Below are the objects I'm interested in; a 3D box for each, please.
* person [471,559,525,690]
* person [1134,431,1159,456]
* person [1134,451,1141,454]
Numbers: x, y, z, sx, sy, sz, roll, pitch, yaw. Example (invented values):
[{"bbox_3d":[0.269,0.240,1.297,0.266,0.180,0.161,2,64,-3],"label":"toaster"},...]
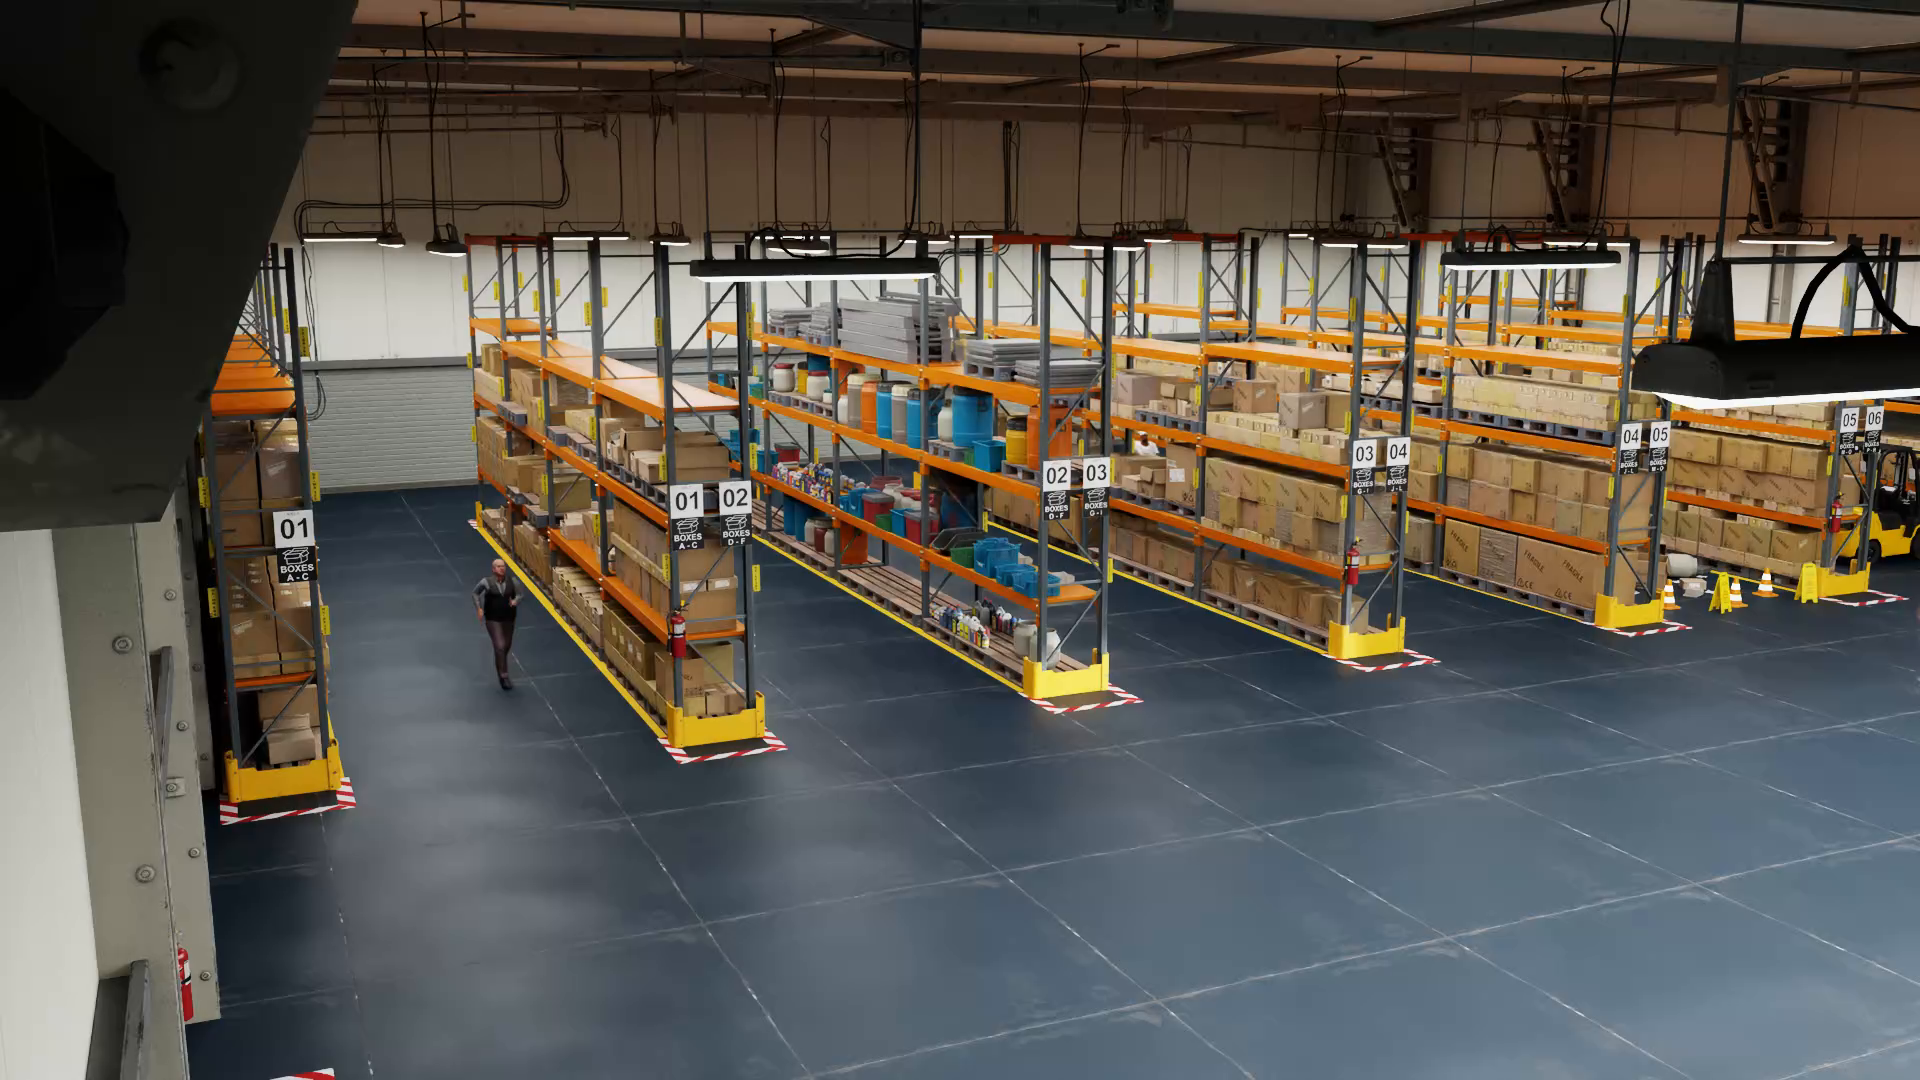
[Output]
[{"bbox_3d":[-6.283,1.108,22.781,0.657,1.731,0.879,-8,13,-35],"label":"person"},{"bbox_3d":[4.012,-1.528,36.376,0.684,1.826,0.779,-4,12,-20],"label":"person"},{"bbox_3d":[3.642,-0.978,33.816,0.562,1.667,0.607,-5,12,-25],"label":"person"}]
